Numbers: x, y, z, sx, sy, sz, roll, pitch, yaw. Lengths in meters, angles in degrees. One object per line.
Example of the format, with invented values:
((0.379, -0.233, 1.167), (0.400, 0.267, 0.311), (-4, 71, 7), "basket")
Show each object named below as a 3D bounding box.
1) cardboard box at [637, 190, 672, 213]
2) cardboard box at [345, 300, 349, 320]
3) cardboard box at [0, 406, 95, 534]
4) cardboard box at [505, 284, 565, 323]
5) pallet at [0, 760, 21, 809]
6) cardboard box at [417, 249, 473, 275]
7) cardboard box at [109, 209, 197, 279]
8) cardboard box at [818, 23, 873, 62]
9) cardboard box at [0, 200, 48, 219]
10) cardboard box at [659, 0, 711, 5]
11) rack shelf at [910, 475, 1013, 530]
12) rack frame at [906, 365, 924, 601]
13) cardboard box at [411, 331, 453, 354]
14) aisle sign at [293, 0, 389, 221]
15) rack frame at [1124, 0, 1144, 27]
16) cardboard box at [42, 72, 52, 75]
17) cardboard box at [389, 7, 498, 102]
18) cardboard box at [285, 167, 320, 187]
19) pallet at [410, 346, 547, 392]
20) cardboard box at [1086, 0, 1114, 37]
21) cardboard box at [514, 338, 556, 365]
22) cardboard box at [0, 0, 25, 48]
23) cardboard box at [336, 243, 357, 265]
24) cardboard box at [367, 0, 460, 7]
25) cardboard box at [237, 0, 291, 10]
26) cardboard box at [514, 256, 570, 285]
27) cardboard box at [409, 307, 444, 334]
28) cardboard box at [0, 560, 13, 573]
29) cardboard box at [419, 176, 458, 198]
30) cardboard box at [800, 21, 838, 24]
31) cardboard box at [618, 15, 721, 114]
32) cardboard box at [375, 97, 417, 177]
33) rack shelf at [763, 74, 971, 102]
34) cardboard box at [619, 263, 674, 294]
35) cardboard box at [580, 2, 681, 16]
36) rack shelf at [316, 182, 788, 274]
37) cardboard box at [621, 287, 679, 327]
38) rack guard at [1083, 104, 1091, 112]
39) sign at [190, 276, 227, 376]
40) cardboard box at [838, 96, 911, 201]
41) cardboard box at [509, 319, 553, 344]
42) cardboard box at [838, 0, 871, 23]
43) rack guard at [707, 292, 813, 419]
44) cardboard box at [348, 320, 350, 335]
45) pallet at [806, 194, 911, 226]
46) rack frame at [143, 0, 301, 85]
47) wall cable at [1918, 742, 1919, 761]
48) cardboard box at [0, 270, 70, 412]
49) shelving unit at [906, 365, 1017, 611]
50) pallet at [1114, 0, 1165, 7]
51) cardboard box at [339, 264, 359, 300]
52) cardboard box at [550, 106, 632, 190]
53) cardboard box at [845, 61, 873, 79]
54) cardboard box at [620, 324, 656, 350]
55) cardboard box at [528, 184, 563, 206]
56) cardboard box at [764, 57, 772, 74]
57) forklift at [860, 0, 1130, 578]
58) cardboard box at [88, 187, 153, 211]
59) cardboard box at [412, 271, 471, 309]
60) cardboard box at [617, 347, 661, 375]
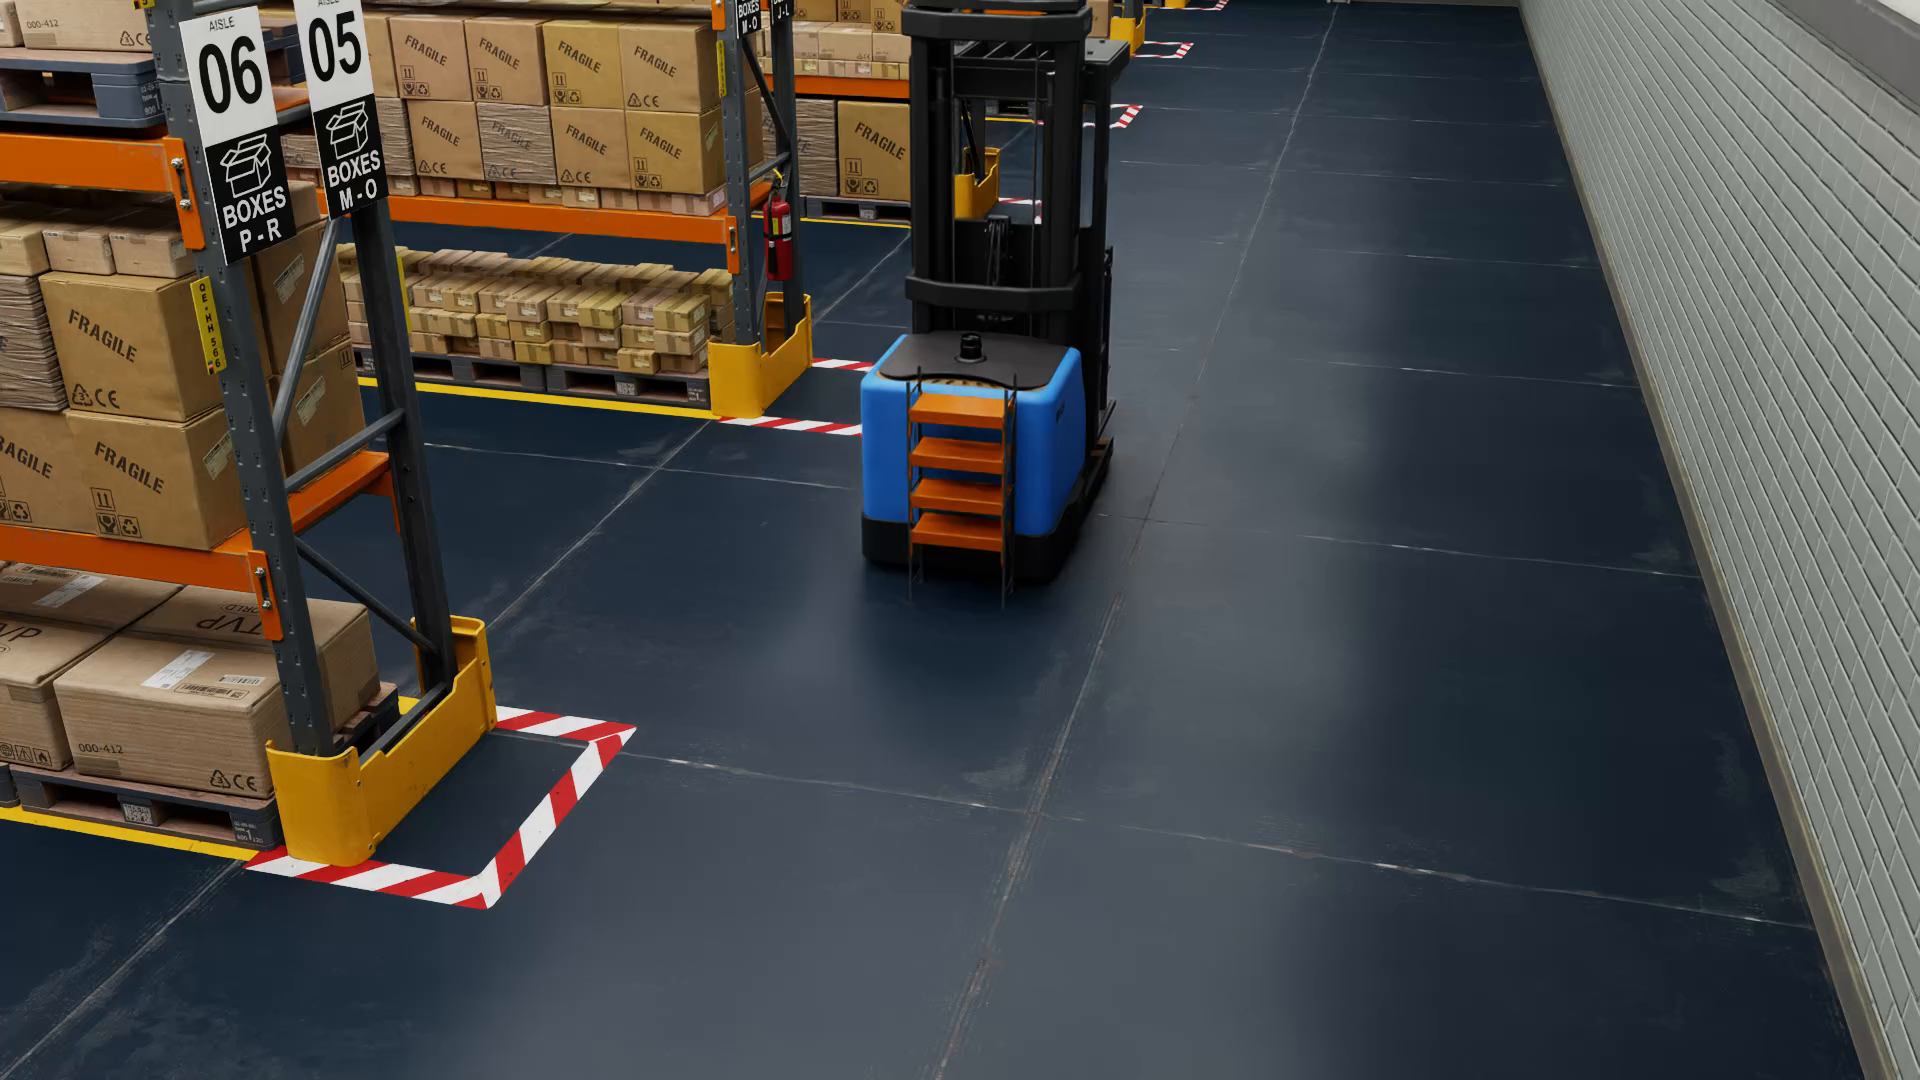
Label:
((-1.893, -2.242, 10.762), (0.250, 0.149, 0.380), (6, 26, 13), "cardboard box")
((-4.365, -1.688, 11.788), (0.250, 0.149, 0.380), (6, 26, 13), "cardboard box")
((-3.426, -0.371, 6.423), (0.500, 0.500, 0.500), (6, 26, 12), "cardboard box")
((-2.872, -1.604, 11.265), (0.250, 0.149, 0.380), (7, 26, 15), "cardboard box")
((-4.382, 0.750, 7.429), (1.213, 0.211, 1.003), (6, 26, 13), "pallet")
((-3.722, -1.980, 12.056), (0.250, 0.149, 0.380), (5, 26, 10), "cardboard box")
((-2.808, -1.069, 5.972), (0.250, 0.149, 0.380), (7, 26, 14), "cardboard box")
((-0.969, -4.513, 15.068), (0.500, 0.250, 0.500), (6, 26, 12), "cardboard box")
((-3.564, -1.123, 6.085), (0.250, 0.149, 0.380), (7, 26, 14), "cardboard box")
((-2.436, -5.016, 15.253), (0.500, 0.500, 0.500), (5, 26, 11), "cardboard box")
((0.009, -0.193, 8.416), (0.480, 0.148, 0.258), (6, 26, 12), "rack shelf")
((-0.228, -0.278, 8.438), (0.015, 1.200, 0.240), (6, 26, 12), "rack frame")
((-3.610, -1.432, 11.596), (0.250, 0.149, 0.380), (6, 26, 12), "cardboard box")
((-2.268, -1.611, 6.120), (0.004, 0.787, 0.394), (6, 26, 13), "aisle sign")
((2.529, -8.574, 23.769), (0.127, 3.000, 1.000), (6, 26, 13), "rack frame")
((-6.351, -3.216, 11.626), (0.250, 0.149, 0.380), (6, 26, 13), "cardboard box")
((-3.290, -3.134, 10.717), (0.500, 0.500, 0.500), (5, 26, 11), "cardboard box")
((-4.416, -2.541, 11.390), (0.250, 0.149, 0.380), (5, 26, 11), "cardboard box")
((-3.305, -1.378, 11.899), (1.213, 0.211, 1.003), (6, 26, 13), "pallet")
((1.941, -7.600, 24.119), (0.500, 0.500, 0.500), (6, 26, 13), "cardboard box")
((-2.851, -1.340, 11.402), (0.250, 0.149, 0.380), (5, 26, 11), "cardboard box")
((-3.294, -1.822, 5.786), (0.250, 0.149, 0.380), (4, 26, 9), "cardboard box")
((-4.482, -2.055, 12.212), (0.250, 0.149, 0.380), (7, 26, 14), "cardboard box")
((-3.632, -3.404, 11.284), (0.500, 0.500, 0.500), (7, 26, 14), "cardboard box")
((-4.773, -3.305, 11.078), (0.500, 0.500, 0.500), (7, 26, 14), "cardboard box")
((-2.977, -1.897, 11.881), (0.250, 0.149, 0.380), (7, 26, 14), "cardboard box")
((-3.615, -1.565, 11.530), (0.250, 0.149, 0.380), (6, 26, 13), "cardboard box")
((-4.836, 0.422, 7.366), (0.875, 0.438, 0.875), (6, 26, 11), "cardboard box")
((-3.398, -2.414, 11.123), (0.250, 0.149, 0.380), (7, 26, 15), "cardboard box")
((-1.330, -4.789, 15.647), (0.500, 0.250, 0.500), (5, 26, 11), "cardboard box")
((-1.780, -2.972, 10.378), (0.500, 0.500, 0.500), (6, 26, 12), "cardboard box")
((-3.772, -2.727, 11.026), (0.500, 0.500, 0.500), (6, 26, 12), "cardboard box")
((-1.879, -4.339, 15.712), (4.000, 0.370, 1.077), (6, 26, 13), "rack shelf")
((-2.207, -1.824, 11.728), (0.250, 0.149, 0.380), (6, 26, 13), "cardboard box")
((-2.134, -3.237, 10.934), (0.500, 0.500, 0.500), (7, 26, 15), "cardboard box")
((-3.212, -2.285, 11.398), (4.000, 0.370, 1.077), (6, 26, 13), "rack shelf")
((-2.080, -1.569, 11.192), (0.250, 0.149, 0.380), (7, 26, 14), "cardboard box")
((1.318, -5.386, 19.982), (0.348, 0.500, 1.175), (6, 26, 13), "rack guard")
((-2.559, -0.730, 5.671), (0.005, 0.325, 0.100), (6, 26, 13), "sign")
((-0.582, -3.716, 15.548), (0.875, 0.875, 0.875), (6, 26, 13), "cardboard box")
((-2.866, -1.475, 11.341), (0.250, 0.149, 0.380), (7, 26, 14), "cardboard box")
((-0.824, -5.073, 15.371), (0.500, 0.500, 0.500), (6, 26, 12), "cardboard box")
((-1.349, -1.276, 11.348), (0.348, 0.500, 1.175), (6, 26, 13), "rack guard")
((-4.365, -1.520, 11.782), (0.250, 0.149, 0.380), (6, 26, 13), "cardboard box")
((-0.736, -3.244, 15.818), (1.213, 0.211, 1.003), (6, 26, 13), "pallet")
((-2.410, -3.033, 5.152), (0.127, 3.000, 1.000), (6, 26, 13), "rack frame")
((3.057, -0.203, 4.969), (0.123, 1.953, 0.585), (6, 26, 13), "wall cable")
((-3.450, -0.817, 6.198), (0.500, 0.500, 0.500), (6, 26, 13), "cardboard box")
((0.009, -0.254, 8.387), (0.503, 1.200, 0.258), (6, 26, 12), "shelving unit")
((2.965, -9.430, 28.813), (1.213, 0.211, 1.003), (6, 26, 13), "pallet")
((-4.358, -1.811, 11.701), (0.250, 0.149, 0.380), (6, 26, 12), "cardboard box")
((-2.272, -2.574, 10.704), (0.500, 0.500, 0.500), (6, 26, 12), "cardboard box")
((-0.865, -4.292, 15.068), (0.250, 0.149, 0.380), (6, 26, 13), "cardboard box")
((-2.097, -1.421, 11.227), (0.250, 0.149, 0.380), (6, 26, 12), "cardboard box")
((-2.640, -2.321, 10.927), (0.250, 0.149, 0.380), (5, 26, 11), "cardboard box")
((-1.610, -4.374, 15.240), (0.250, 0.149, 0.380), (6, 26, 13), "cardboard box")
((0.324, -1.736, 9.488), (1.130, 2.935, 3.031), (6, 26, 12), "forklift")
((-3.180, -1.341, 6.543), (0.250, 0.149, 0.380), (7, 26, 15), "cardboard box")
((-3.589, -1.737, 11.545), (0.250, 0.149, 0.380), (5, 26, 11), "cardboard box")
((-2.111, -1.253, 11.221), (0.250, 0.149, 0.380), (7, 26, 15), "cardboard box")
